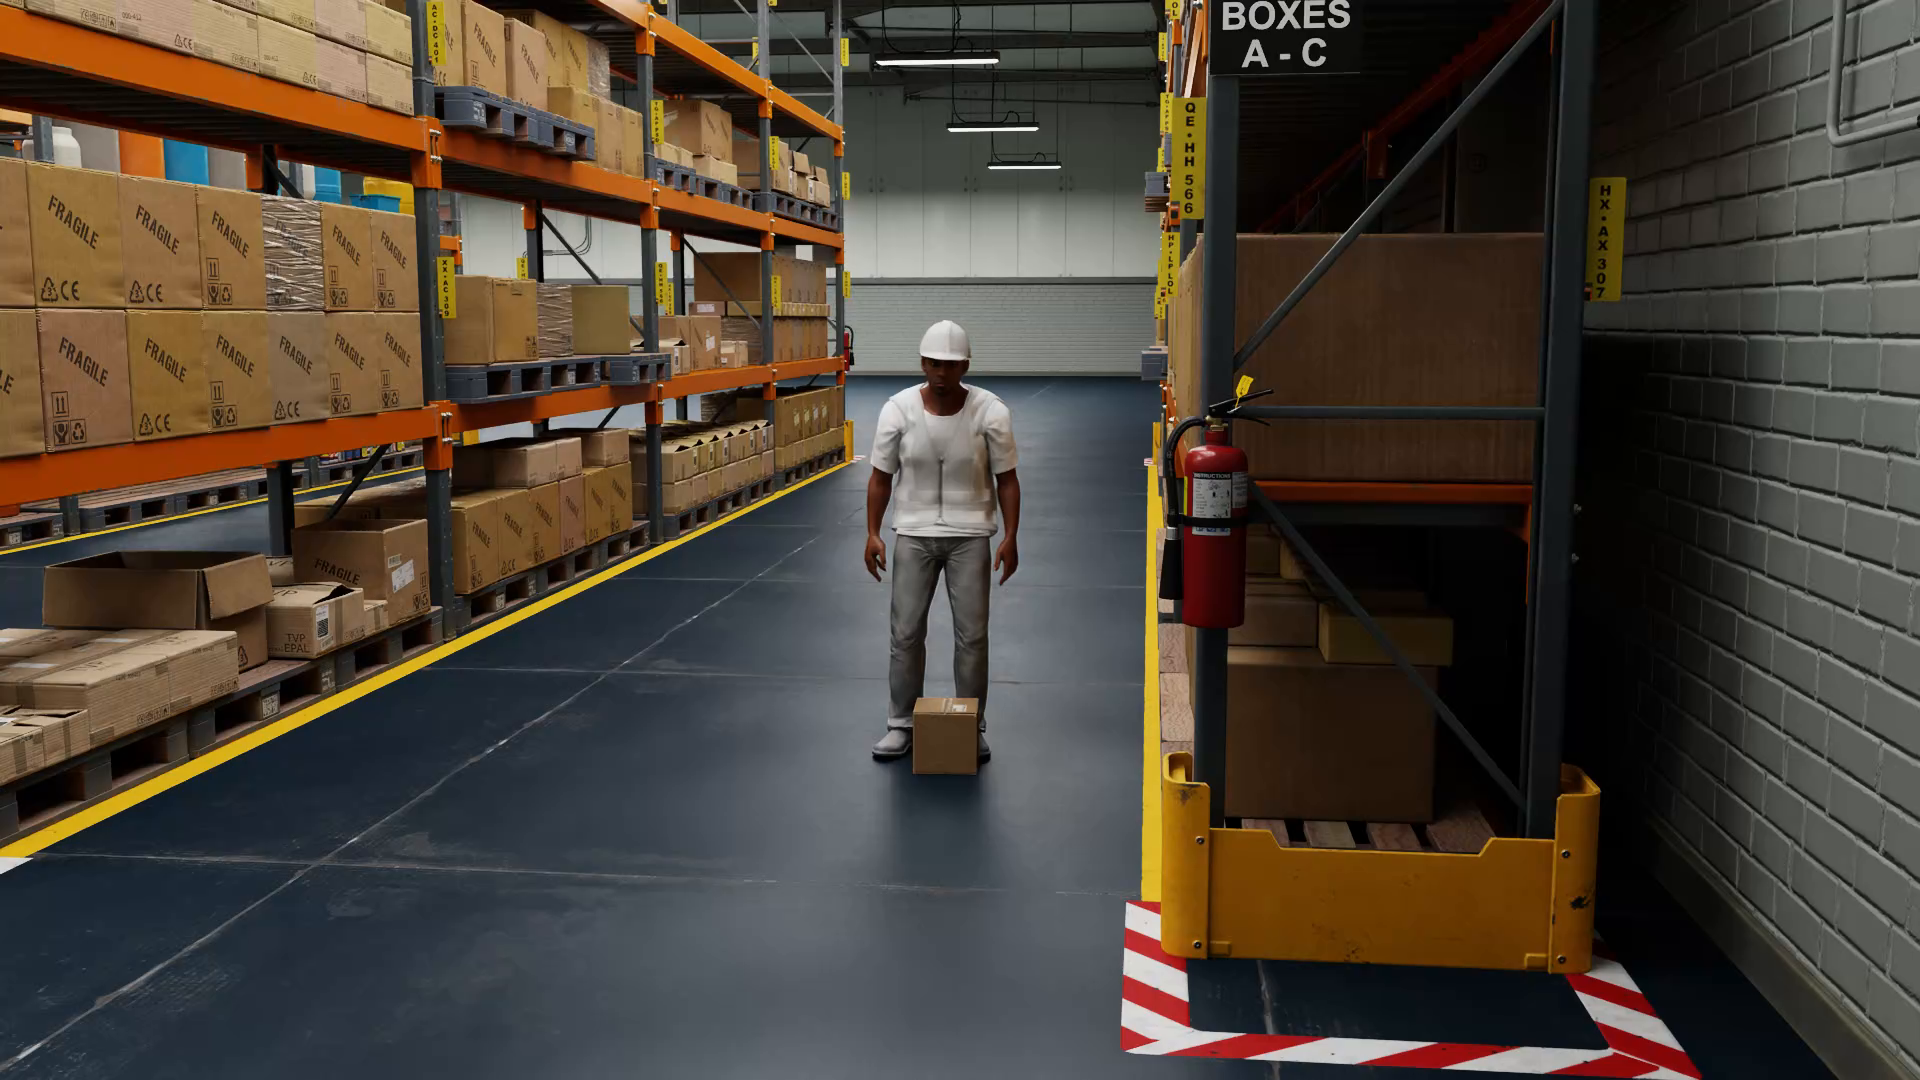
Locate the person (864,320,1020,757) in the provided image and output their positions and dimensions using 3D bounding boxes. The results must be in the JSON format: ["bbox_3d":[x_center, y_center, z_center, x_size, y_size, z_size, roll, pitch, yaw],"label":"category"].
[{"bbox_3d":[-0.072,-0.001,6.725,0.627,1.761,0.456,1,8,5],"label":"person"}]
